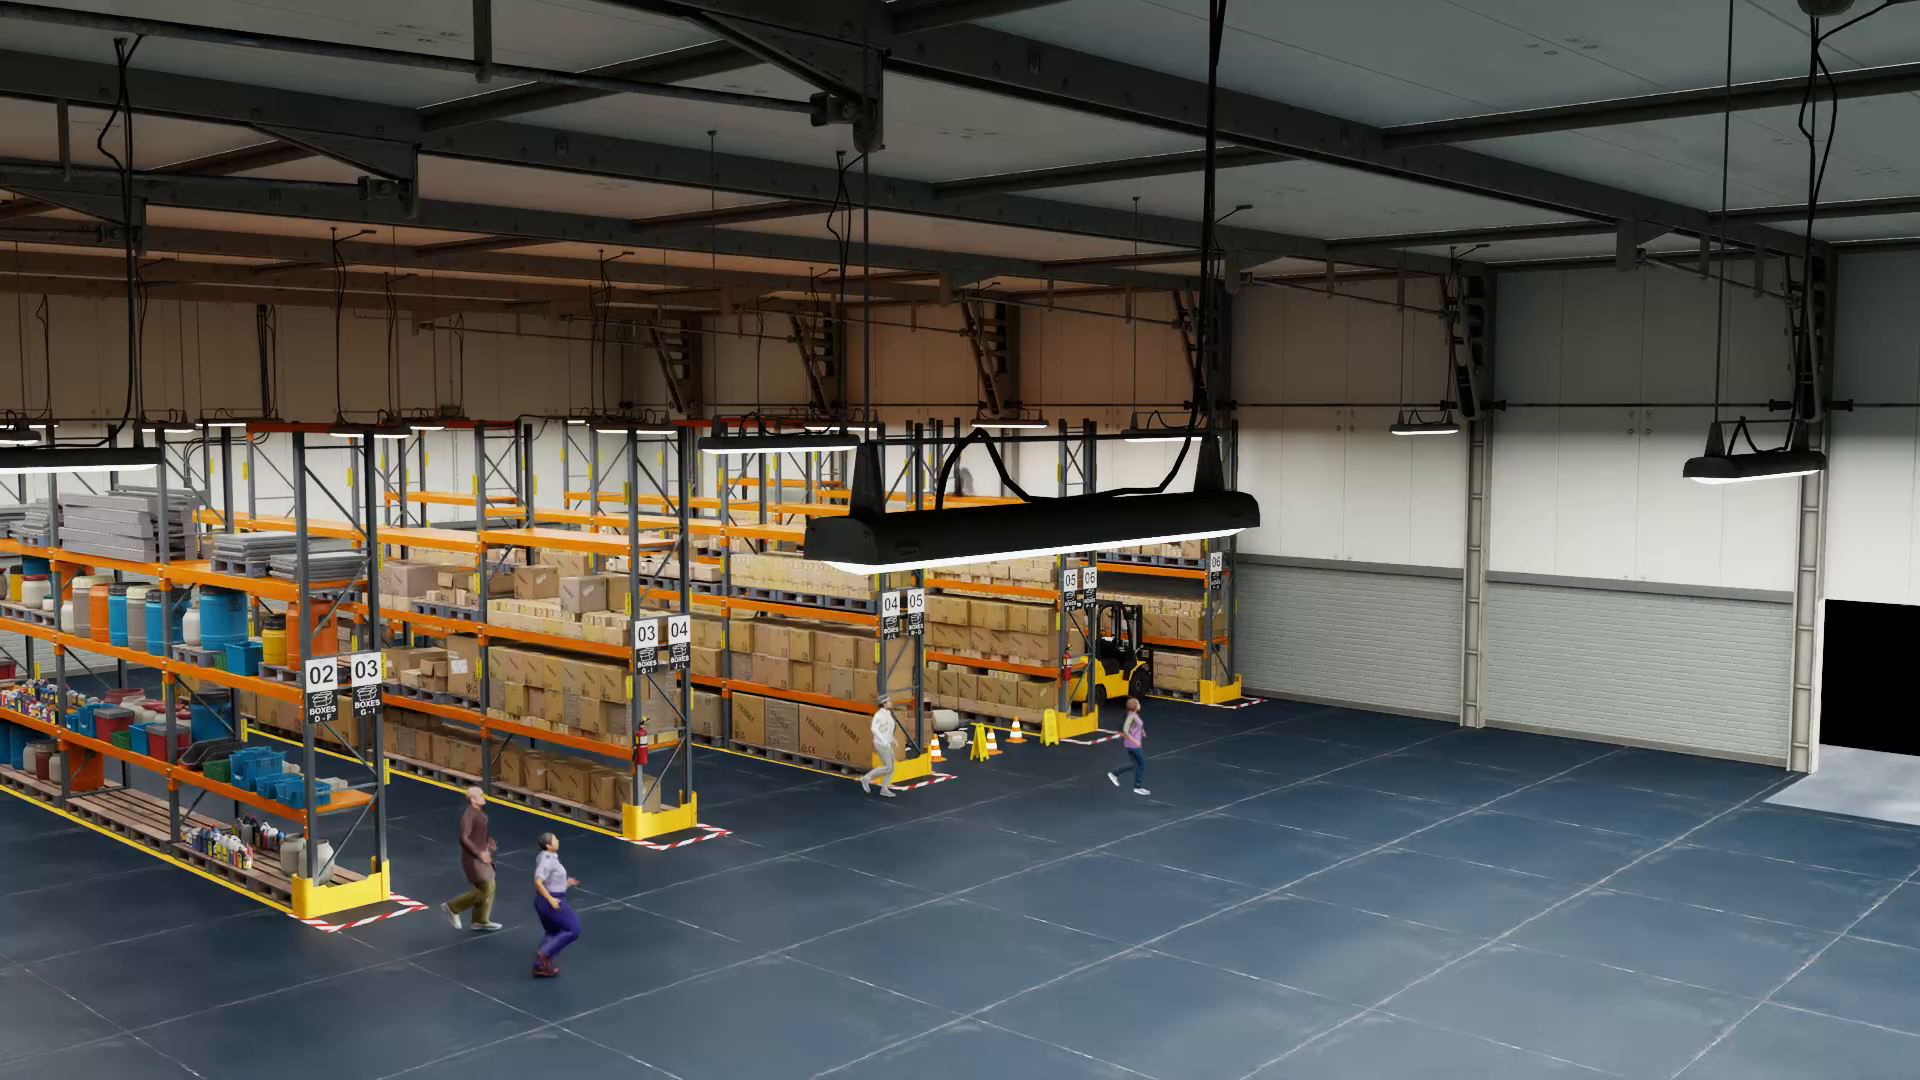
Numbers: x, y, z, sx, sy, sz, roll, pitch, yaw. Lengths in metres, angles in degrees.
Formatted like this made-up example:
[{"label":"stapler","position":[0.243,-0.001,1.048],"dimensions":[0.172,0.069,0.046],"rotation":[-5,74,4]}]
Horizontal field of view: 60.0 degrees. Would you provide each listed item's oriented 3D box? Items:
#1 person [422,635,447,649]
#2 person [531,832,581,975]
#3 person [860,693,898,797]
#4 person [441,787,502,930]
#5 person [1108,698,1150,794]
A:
[{"label":"person","position":[-12.811,2.165,40.561],"dimensions":[0.641,1.756,0.913],"rotation":[4,6,43]},{"label":"person","position":[-4.480,4.016,18.415],"dimensions":[0.559,1.599,0.593],"rotation":[-2,5,-27]},{"label":"person","position":[-1.282,3.308,26.992],"dimensions":[0.584,1.642,0.633],"rotation":[1,5,10]},{"label":"person","position":[-5.877,3.831,19.982],"dimensions":[0.683,1.754,0.736],"rotation":[-1,5,-10]},{"label":"person","position":[2.748,3.347,27.022],"dimensions":[0.697,1.590,0.533],"rotation":[0,5,3]}]
